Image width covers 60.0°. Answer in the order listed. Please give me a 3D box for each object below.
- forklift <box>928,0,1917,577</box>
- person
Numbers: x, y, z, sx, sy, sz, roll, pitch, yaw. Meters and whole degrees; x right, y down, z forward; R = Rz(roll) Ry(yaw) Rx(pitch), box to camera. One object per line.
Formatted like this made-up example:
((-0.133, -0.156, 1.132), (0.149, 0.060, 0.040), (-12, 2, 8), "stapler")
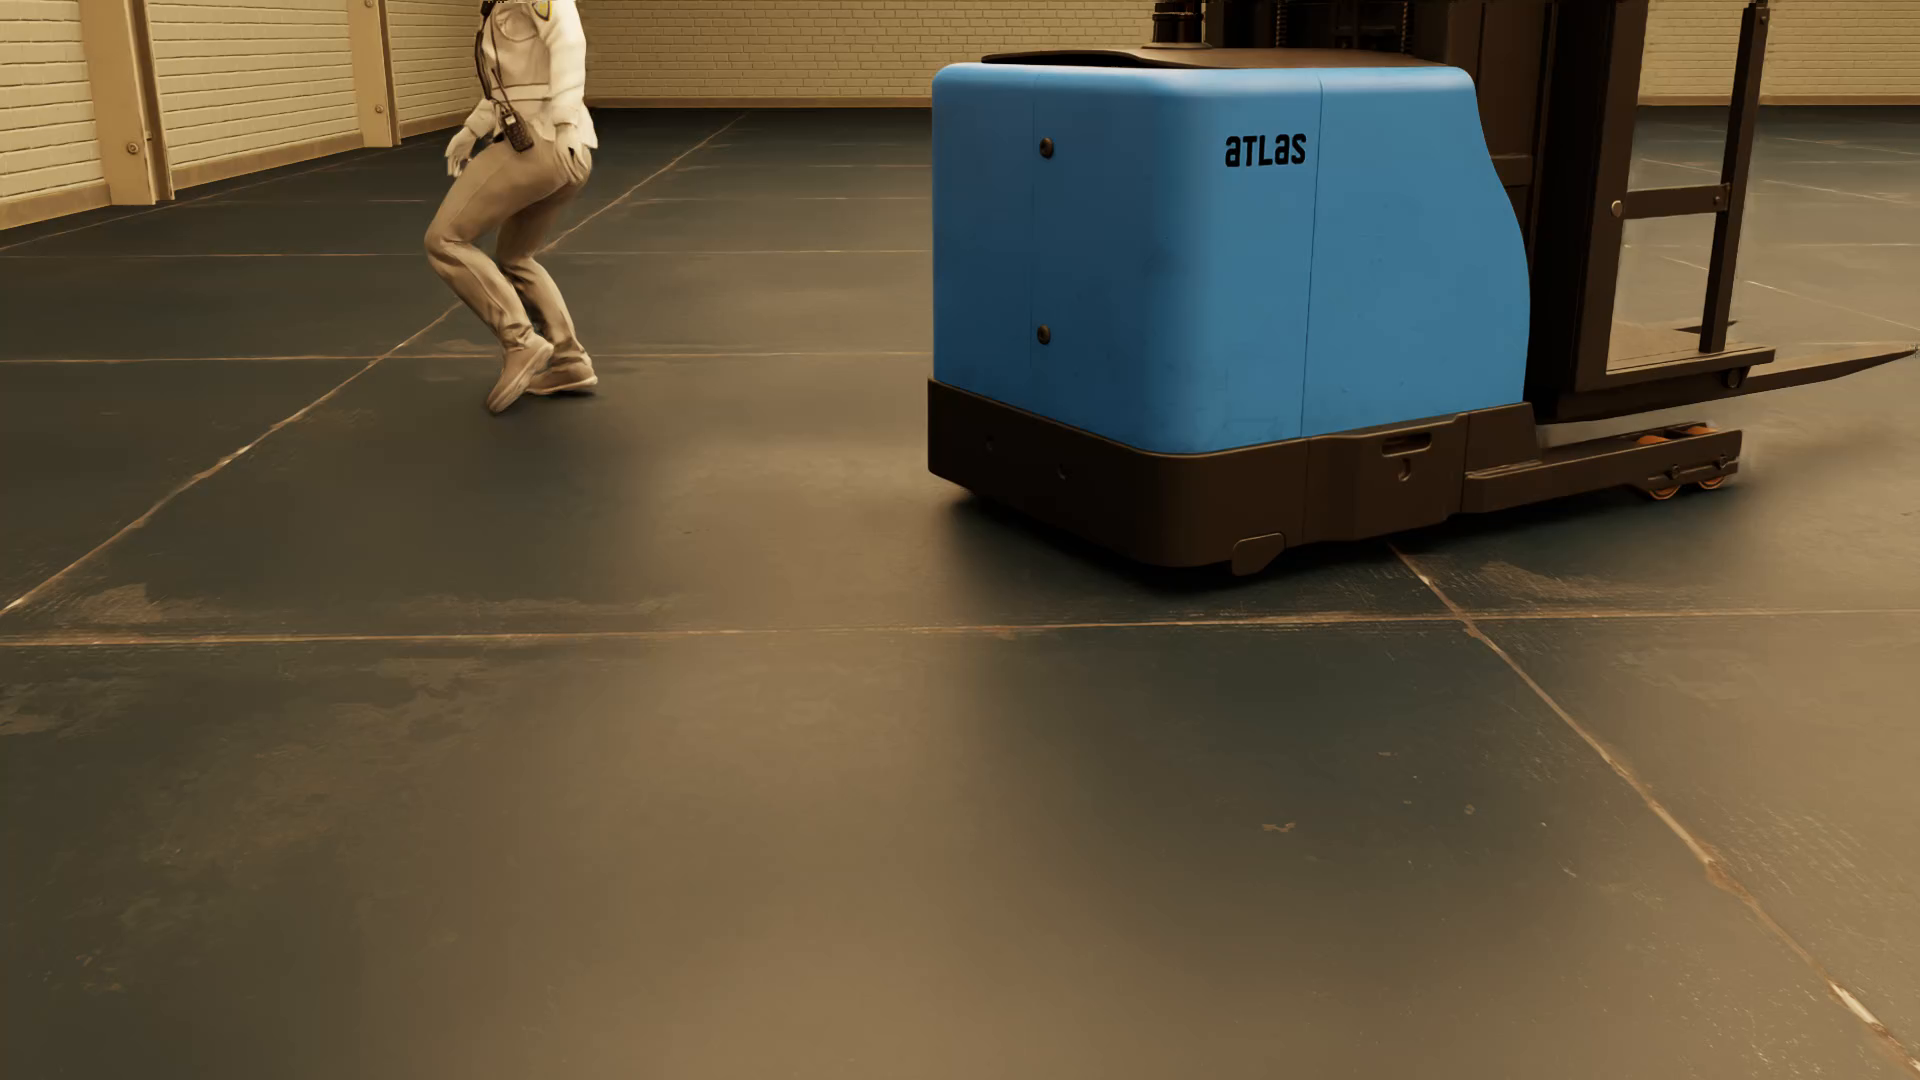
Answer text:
((1.446, -1.624, 4.215), (3.031, 2.935, 1.130), (-10, 20, -30), "forklift")
((-1.369, -1.204, 5.175), (0.615, 1.581, 0.703), (1, 17, 4), "person")
